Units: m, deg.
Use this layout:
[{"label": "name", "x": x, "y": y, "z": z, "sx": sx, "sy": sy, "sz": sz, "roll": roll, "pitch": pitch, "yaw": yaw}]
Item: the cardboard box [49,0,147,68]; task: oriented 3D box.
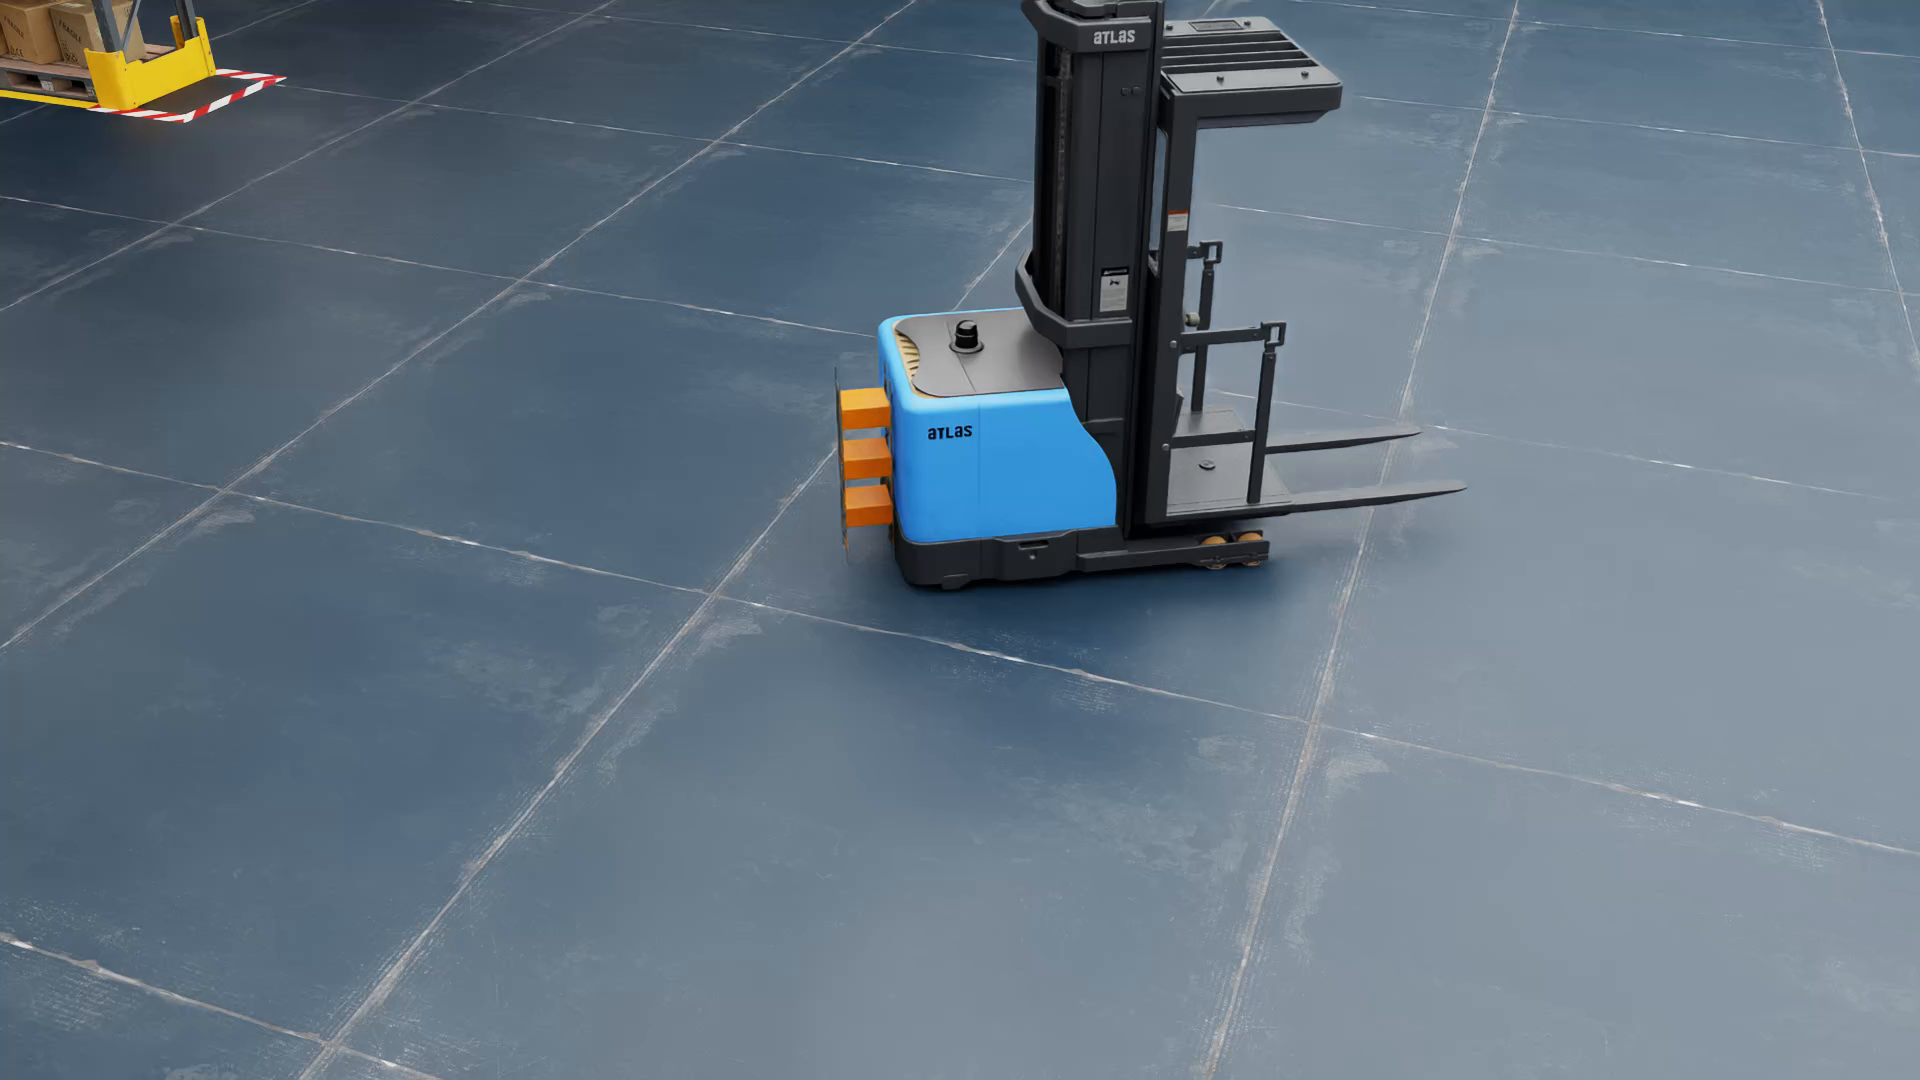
[{"label": "cardboard box", "x": -7.769, "y": -4.582, "z": 14.999, "sx": 0.500, "sy": 0.500, "sz": 0.500, "roll": 18, "pitch": 37, "yaw": 25}]

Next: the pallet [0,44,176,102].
[{"label": "pallet", "x": -8.011, "y": -4.342, "z": 15.281, "sx": 1.213, "sy": 0.211, "sz": 1.003, "roll": 11, "pitch": 34, "yaw": 16}]

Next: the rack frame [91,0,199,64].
[{"label": "rack frame", "x": -7.187, "y": -5.333, "z": 14.244, "sx": 0.127, "sy": 3.000, "sz": 1.000, "roll": 11, "pitch": 34, "yaw": 16}]

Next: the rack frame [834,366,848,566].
[{"label": "rack frame", "x": -0.594, "y": -0.358, "z": 8.337, "sx": 0.008, "sy": 1.050, "sz": 0.200, "roll": -5, "pitch": 33, "yaw": -8}]

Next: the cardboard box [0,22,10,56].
[{"label": "cardboard box", "x": -8.926, "y": -4.798, "z": 15.334, "sx": 0.500, "sy": 0.500, "sz": 0.500, "roll": 14, "pitch": 35, "yaw": 21}]

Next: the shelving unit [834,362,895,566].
[{"label": "shelving unit", "x": -0.474, "y": -0.370, "z": 8.355, "sx": 0.252, "sy": 1.050, "sz": 0.215, "roll": -5, "pitch": 33, "yaw": -8}]

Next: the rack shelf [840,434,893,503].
[{"label": "rack shelf", "x": -0.474, "y": -0.361, "z": 8.361, "sx": 0.240, "sy": 0.259, "sz": 0.215, "roll": -5, "pitch": 33, "yaw": -8}]

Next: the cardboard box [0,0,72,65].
[{"label": "cardboard box", "x": -8.343, "y": -4.674, "z": 15.141, "sx": 0.500, "sy": 0.500, "sz": 0.500, "roll": 21, "pitch": 38, "yaw": 29}]

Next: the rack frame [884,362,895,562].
[{"label": "rack frame", "x": -0.354, "y": -0.381, "z": 8.372, "sx": 0.008, "sy": 1.050, "sz": 0.200, "roll": -5, "pitch": 33, "yaw": -8}]

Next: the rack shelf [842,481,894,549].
[{"label": "rack shelf", "x": -0.474, "y": -0.128, "z": 8.511, "sx": 0.240, "sy": 0.259, "sz": 0.215, "roll": -5, "pitch": 33, "yaw": -8}]

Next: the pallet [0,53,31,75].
[{"label": "pallet", "x": -9.156, "y": -4.566, "z": 15.628, "sx": 1.213, "sy": 0.211, "sz": 1.003, "roll": 11, "pitch": 34, "yaw": 16}]

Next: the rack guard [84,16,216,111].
[{"label": "rack guard", "x": -7.258, "y": -4.297, "z": 14.944, "sx": 0.348, "sy": 0.500, "sz": 1.175, "roll": 11, "pitch": 34, "yaw": 16}]

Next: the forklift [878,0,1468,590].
[{"label": "forklift", "x": 1.132, "y": -1.358, "z": 8.152, "sx": 3.031, "sy": 2.935, "sz": 1.130, "roll": -5, "pitch": 33, "yaw": -8}]

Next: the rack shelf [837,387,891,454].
[{"label": "rack shelf", "x": -0.474, "y": -0.599, "z": 8.207, "sx": 0.240, "sy": 0.259, "sz": 0.215, "roll": -5, "pitch": 33, "yaw": -8}]
